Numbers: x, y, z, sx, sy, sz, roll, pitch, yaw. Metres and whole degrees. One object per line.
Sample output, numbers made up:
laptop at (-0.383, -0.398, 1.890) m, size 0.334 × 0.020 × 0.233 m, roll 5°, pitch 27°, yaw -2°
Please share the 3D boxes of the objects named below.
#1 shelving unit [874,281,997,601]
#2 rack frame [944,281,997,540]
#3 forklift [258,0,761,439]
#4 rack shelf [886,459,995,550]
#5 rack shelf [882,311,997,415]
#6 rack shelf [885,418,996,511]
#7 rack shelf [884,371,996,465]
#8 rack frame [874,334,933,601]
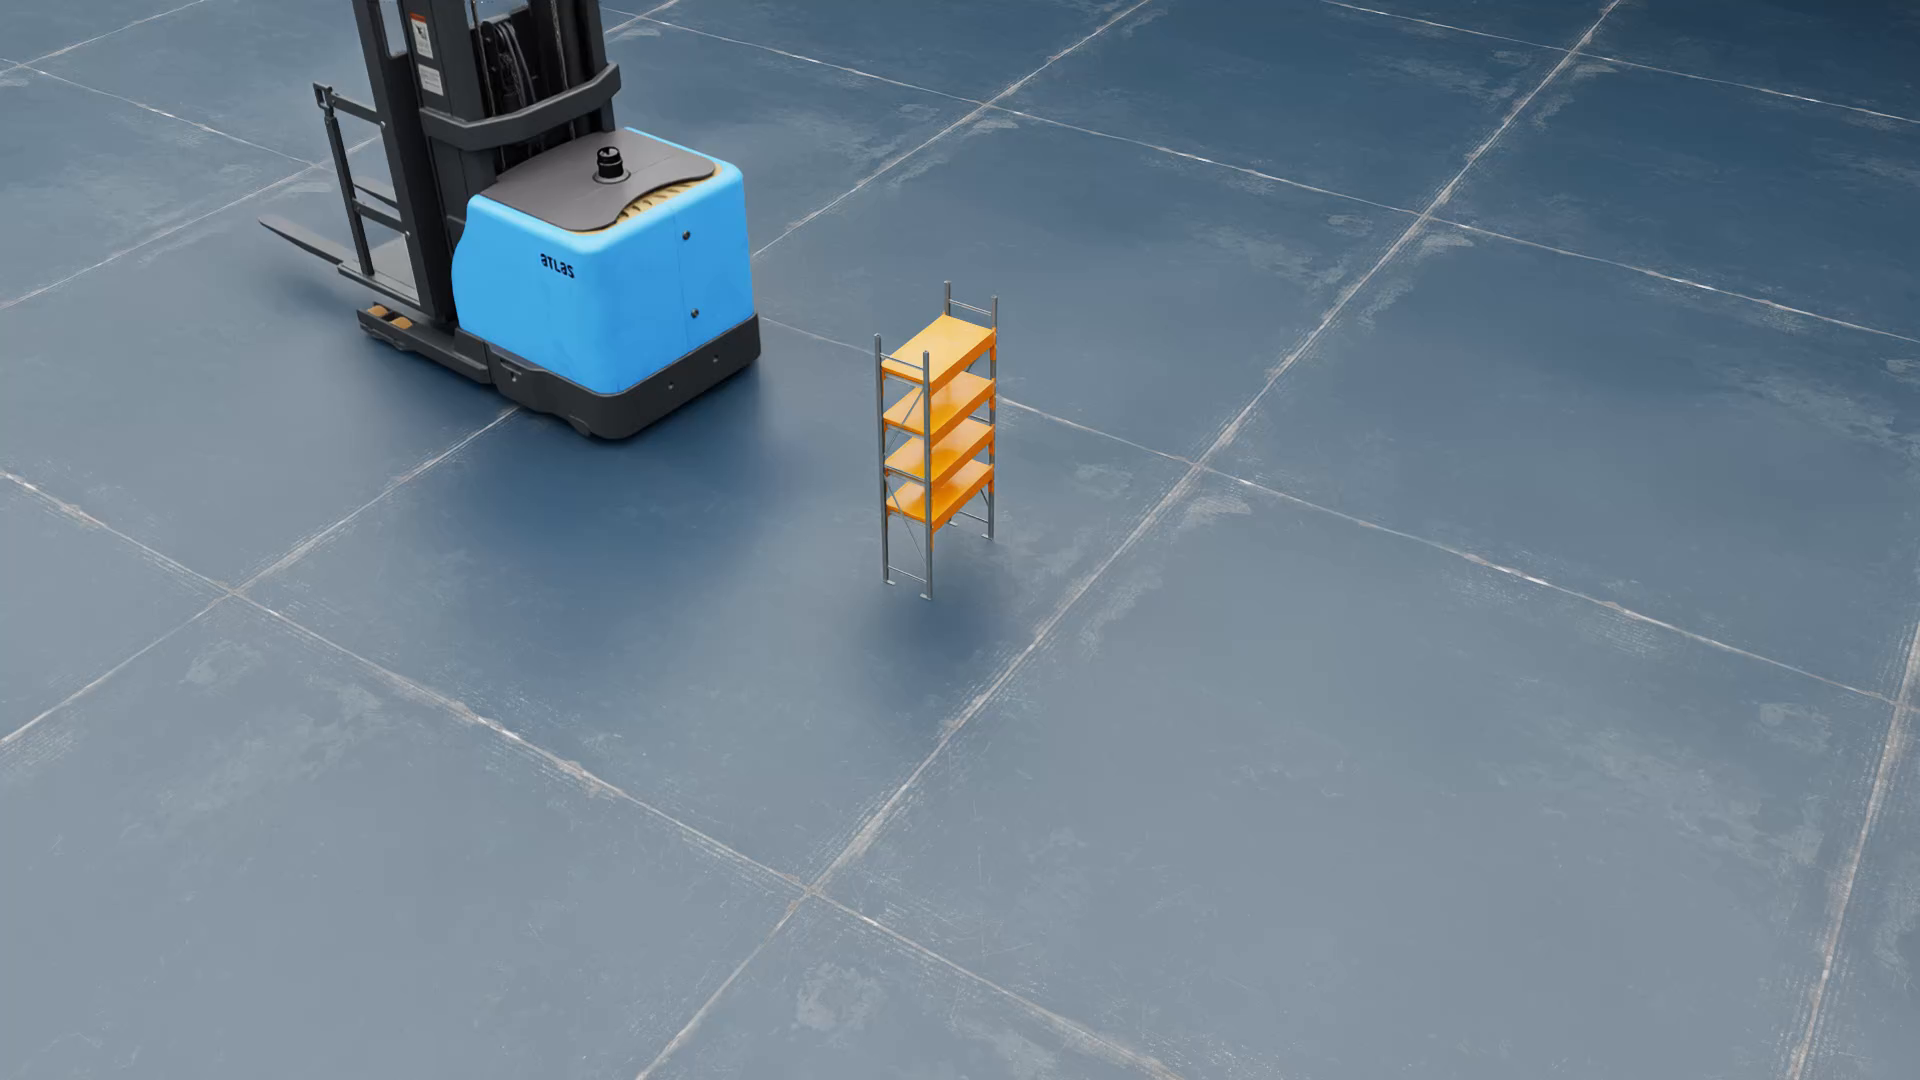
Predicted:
shelving unit at (-0.089, -0.390, 6.773) m, size 0.258 × 1.200 × 0.503 m, roll 21°, pitch 42°, yaw 25°
rack frame at (0.042, -0.516, 6.936) m, size 0.240 × 1.200 × 0.015 m, roll 21°, pitch 42°, yaw 25°
forklift at (-2.478, -2.362, 7.913) m, size 3.031 × 2.935 × 1.130 m, roll 25°, pitch 44°, yaw 29°
rack shelf at (-0.089, -0.179, 6.935) m, size 0.258 × 0.148 × 0.480 m, roll 21°, pitch 42°, yaw 25°
rack shelf at (-0.089, -0.701, 6.533) m, size 0.258 × 0.148 × 0.480 m, roll 21°, pitch 42°, yaw 25°
rack shelf at (-0.089, -0.337, 6.814) m, size 0.258 × 0.148 × 0.480 m, roll 21°, pitch 42°, yaw 25°
rack shelf at (-0.089, -0.514, 6.677) m, size 0.258 × 0.148 × 0.480 m, roll 21°, pitch 42°, yaw 25°
rack frame at (-0.219, -0.264, 6.610) m, size 0.240 × 1.200 × 0.015 m, roll 21°, pitch 42°, yaw 25°
